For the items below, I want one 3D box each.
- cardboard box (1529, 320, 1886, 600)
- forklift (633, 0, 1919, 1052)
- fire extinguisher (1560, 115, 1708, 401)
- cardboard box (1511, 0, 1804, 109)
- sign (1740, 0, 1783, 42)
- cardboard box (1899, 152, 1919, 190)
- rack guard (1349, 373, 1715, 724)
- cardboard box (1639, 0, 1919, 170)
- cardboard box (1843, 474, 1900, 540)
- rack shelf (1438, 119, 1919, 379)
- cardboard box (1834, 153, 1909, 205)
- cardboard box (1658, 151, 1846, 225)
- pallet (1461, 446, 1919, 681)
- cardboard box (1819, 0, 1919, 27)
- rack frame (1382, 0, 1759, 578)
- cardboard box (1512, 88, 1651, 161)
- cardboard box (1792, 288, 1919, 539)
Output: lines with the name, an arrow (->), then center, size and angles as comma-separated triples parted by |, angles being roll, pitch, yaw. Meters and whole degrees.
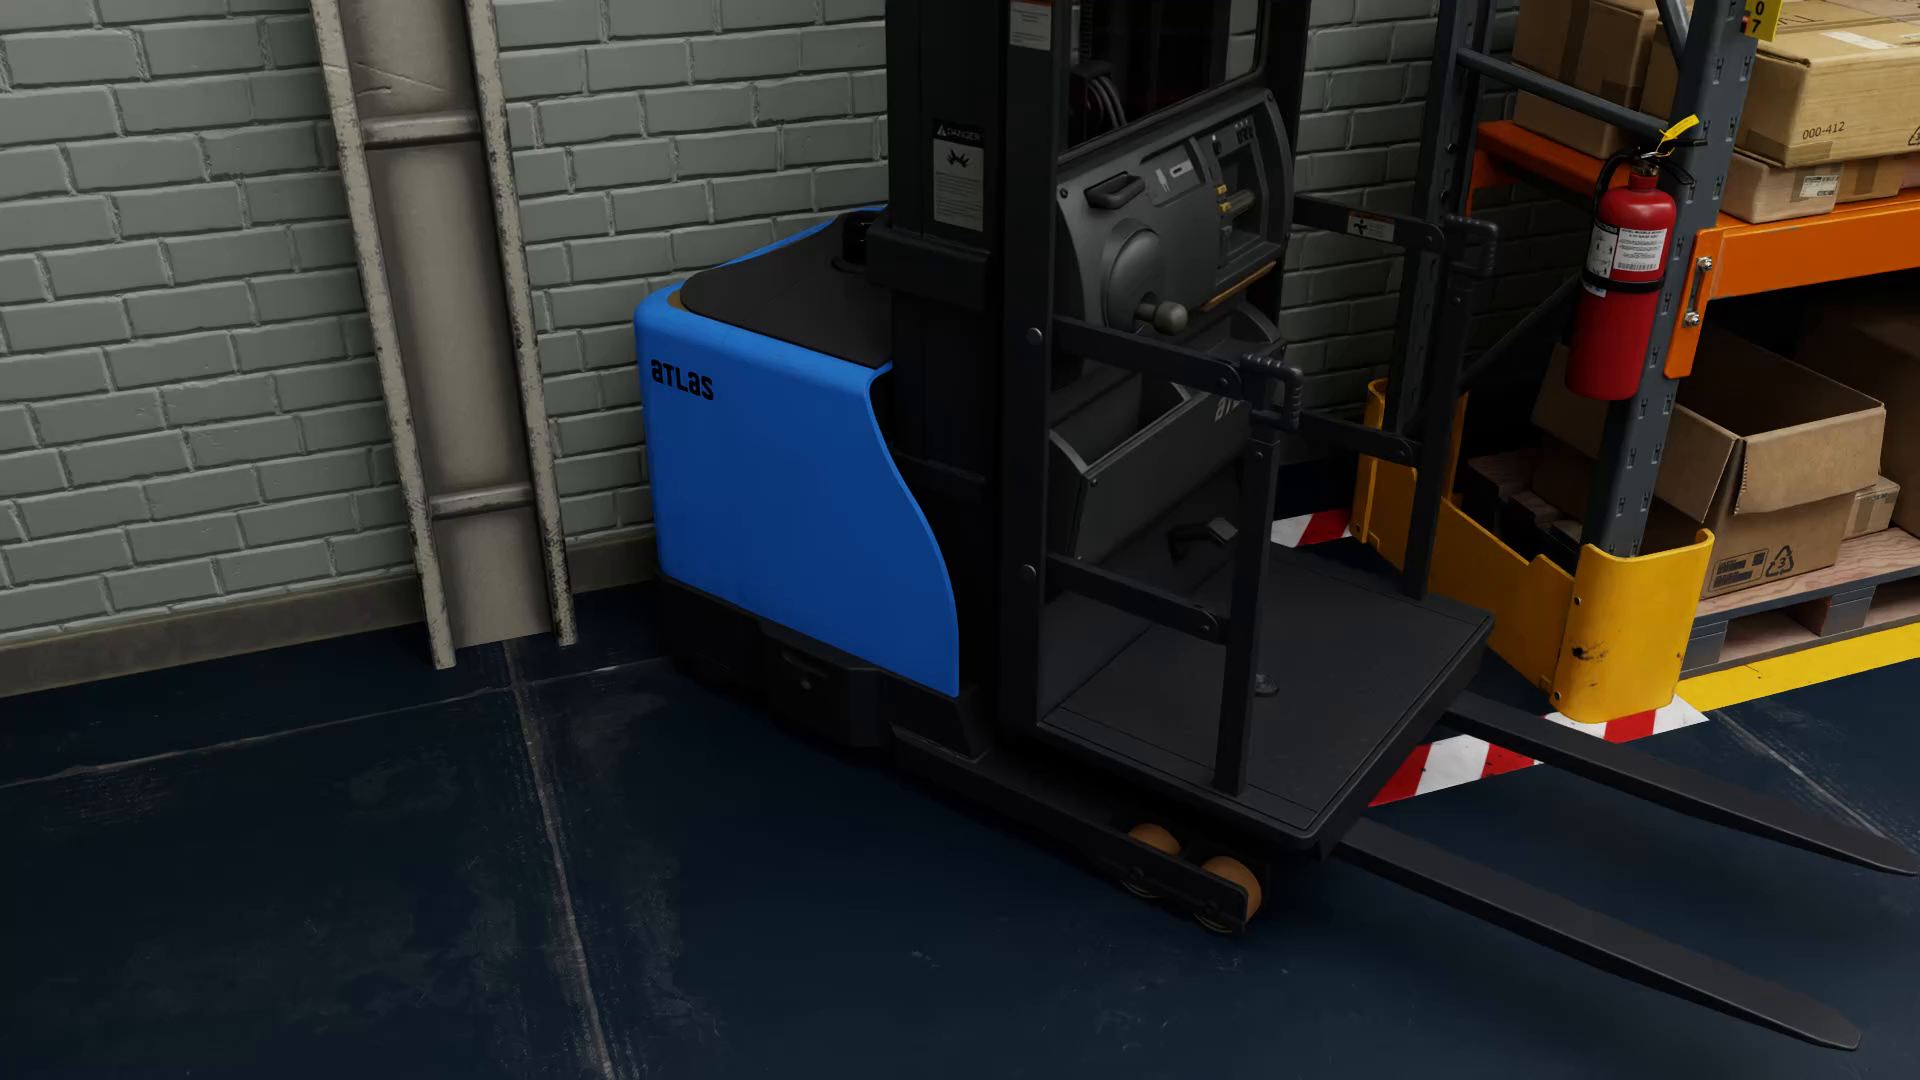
cardboard box -> 2.122, -0.255, 4.764 | 0.637, 0.503, 0.797 | -12, 32, -20
forklift -> 0.656, -0.698, 3.514 | 3.031, 2.935, 1.130 | 20, 35, 31
fire extinguisher -> 1.539, -0.660, 3.833 | 0.183, 0.674, 0.296 | -10, 31, -18
cardboard box -> 1.854, -1.362, 4.461 | 0.500, 0.250, 0.500 | -10, 31, -16
sign -> 1.705, -1.220, 3.486 | 0.005, 0.325, 0.100 | -10, 31, -18
cardboard box -> 2.376, -1.042, 4.303 | 0.250, 0.149, 0.380 | -11, 31, -18
rack guard -> 1.587, -0.022, 4.784 | 0.348, 0.500, 1.175 | -10, 31, -18
cardboard box -> 2.035, -1.113, 4.024 | 0.500, 0.250, 0.500 | -10, 31, -17
cardboard box -> 2.534, -0.156, 4.949 | 0.250, 0.149, 0.380 | -12, 32, -20
rack shelf -> 3.390, -1.128, 4.926 | 4.000, 0.370, 1.077 | -10, 31, -18
cardboard box -> 2.141, -0.981, 4.195 | 0.250, 0.149, 0.380 | -10, 31, -16
cardboard box -> 1.919, -0.916, 4.081 | 0.250, 0.149, 0.380 | -11, 31, -18
pallet -> 2.334, -0.035, 5.098 | 1.213, 0.211, 1.003 | -10, 31, -18
cardboard box -> 2.507, -1.200, 4.177 | 0.500, 0.250, 0.500 | -10, 31, -17
rack frame -> 1.516, -1.095, 4.142 | 0.127, 3.000, 1.000 | -10, 31, -18
cardboard box -> 1.733, -1.168, 4.523 | 0.250, 0.149, 0.380 | -11, 31, -18
cardboard box -> 2.937, -0.383, 4.993 | 0.500, 0.500, 0.700 | -9, 31, -16
